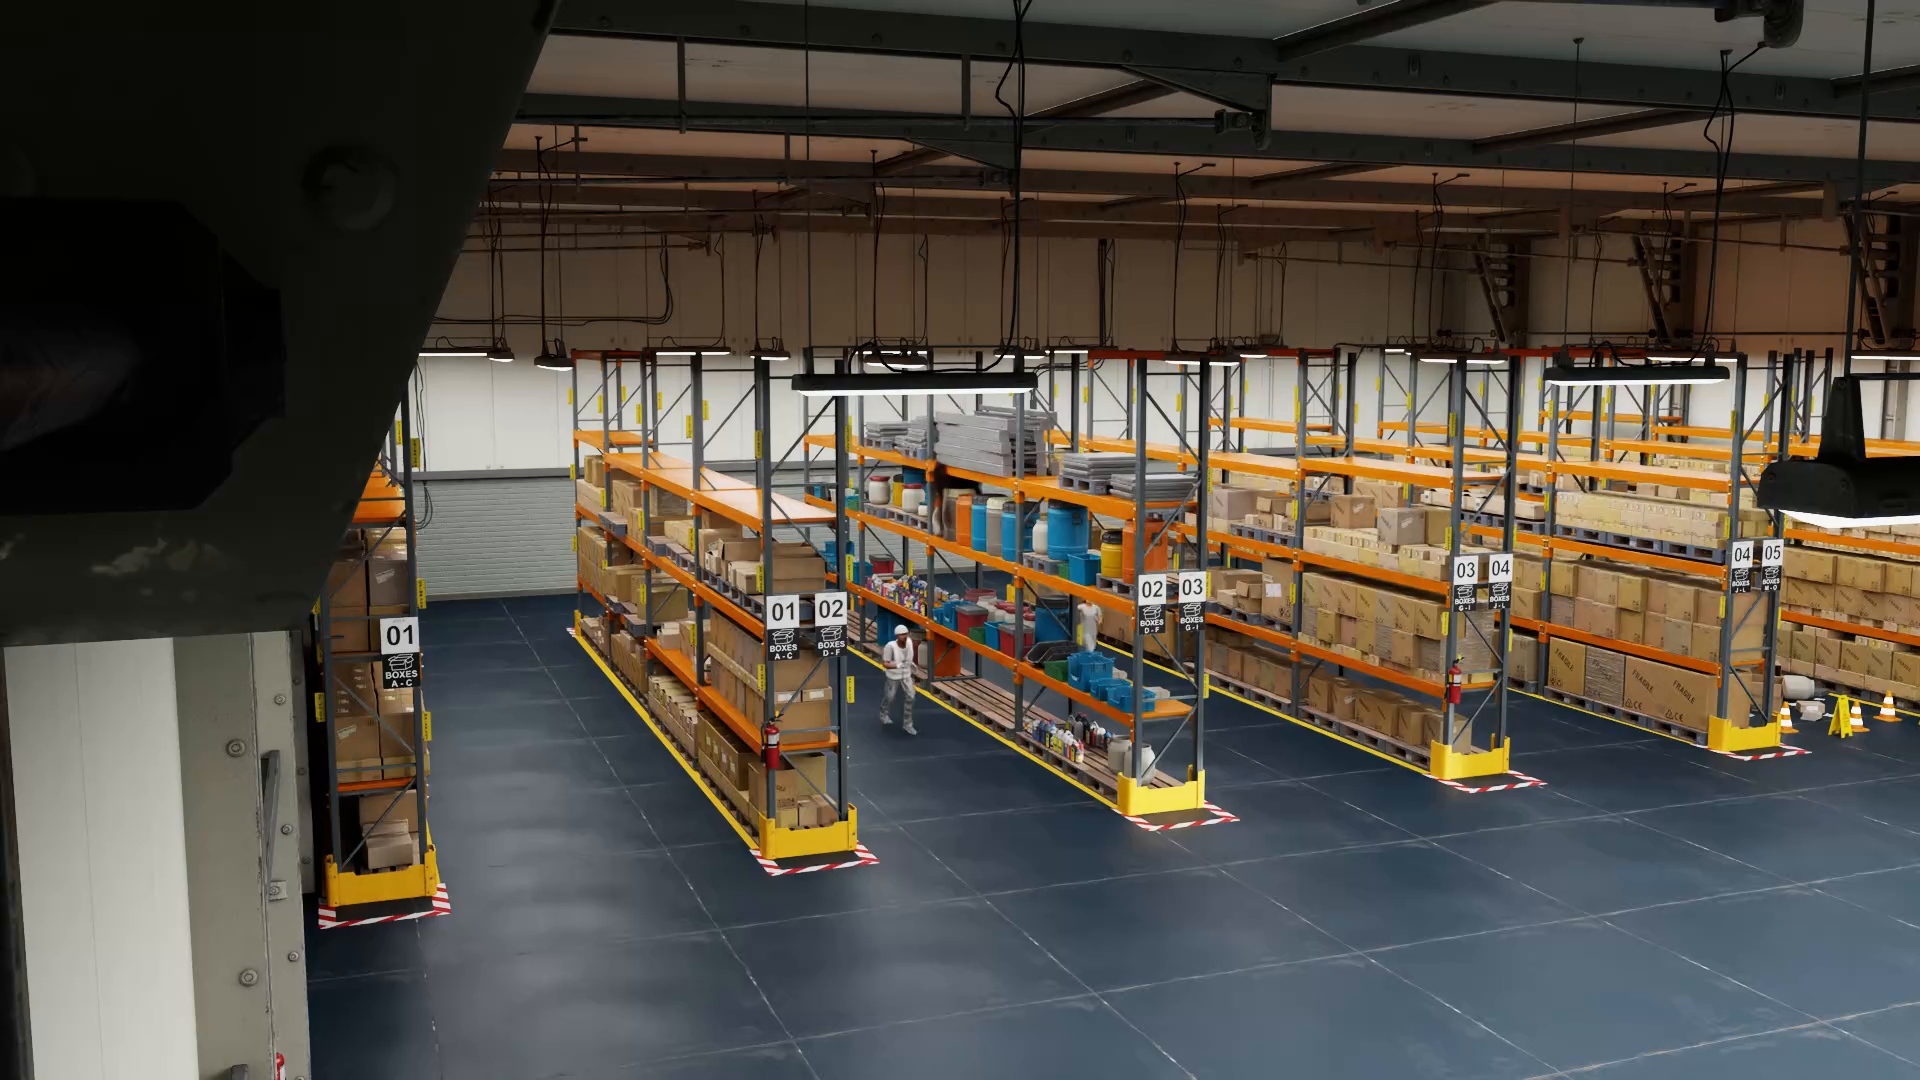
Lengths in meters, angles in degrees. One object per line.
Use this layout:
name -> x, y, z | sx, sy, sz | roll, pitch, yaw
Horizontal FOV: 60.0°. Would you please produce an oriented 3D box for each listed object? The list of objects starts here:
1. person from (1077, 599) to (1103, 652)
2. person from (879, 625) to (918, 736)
person -> 2.337, 1.747, 30.256 | 0.527, 1.688, 0.702 | -4, 8, -30
person -> -0.968, 2.185, 26.419 | 0.705, 1.755, 0.997 | -4, 8, -27
